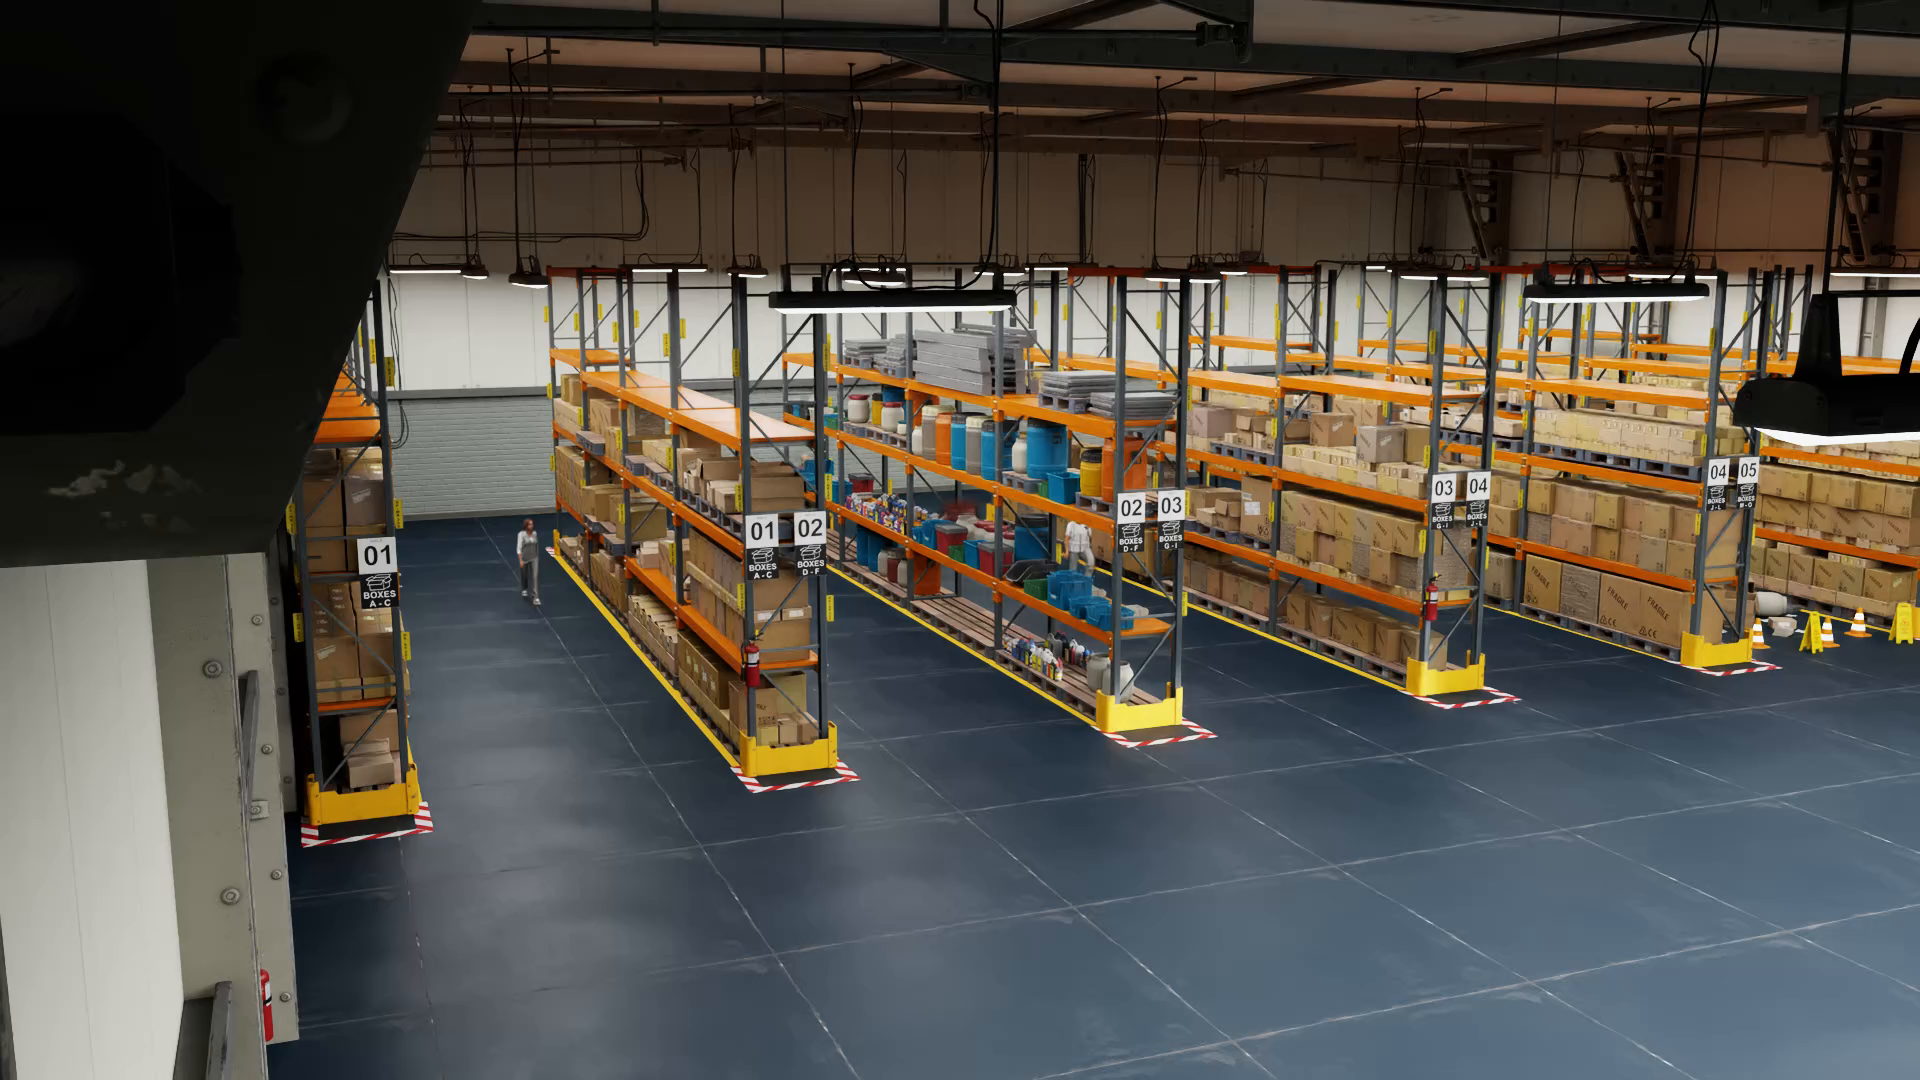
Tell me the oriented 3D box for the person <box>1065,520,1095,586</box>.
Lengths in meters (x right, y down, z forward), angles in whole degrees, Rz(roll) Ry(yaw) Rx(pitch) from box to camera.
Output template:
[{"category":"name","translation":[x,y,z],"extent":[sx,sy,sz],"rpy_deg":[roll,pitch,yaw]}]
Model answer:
[{"category":"person","translation":[2.176,0.105,30.378],"extent":[0.552,1.429,1.034],"rpy_deg":[-1,10,-4]}]

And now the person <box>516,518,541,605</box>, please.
[{"category":"person","translation":[-7.819,0.367,30.065],"extent":[0.404,1.521,0.994],"rpy_deg":[-4,11,-22]}]

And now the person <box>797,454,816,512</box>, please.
[{"category":"person","translation":[-3.630,-1.118,38.101],"extent":[1.203,1.719,0.559],"rpy_deg":[0,10,0]}]
